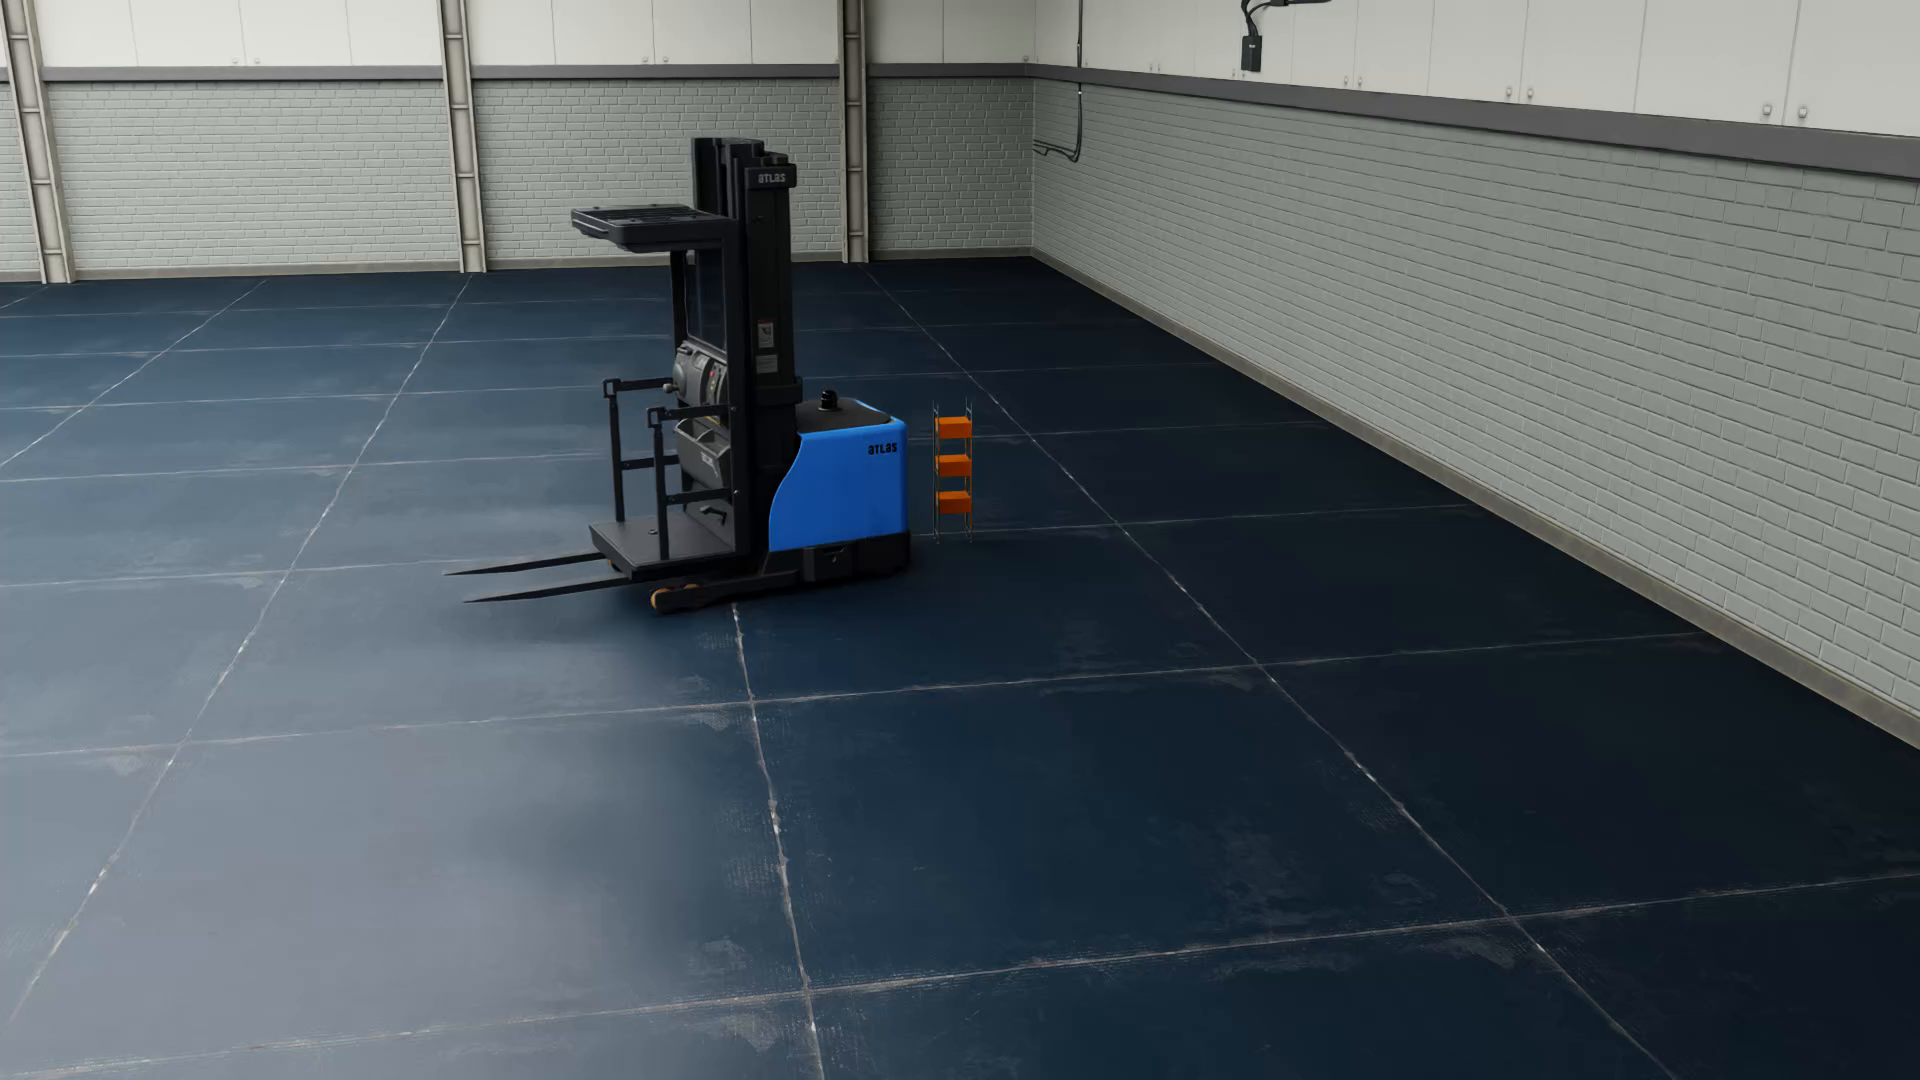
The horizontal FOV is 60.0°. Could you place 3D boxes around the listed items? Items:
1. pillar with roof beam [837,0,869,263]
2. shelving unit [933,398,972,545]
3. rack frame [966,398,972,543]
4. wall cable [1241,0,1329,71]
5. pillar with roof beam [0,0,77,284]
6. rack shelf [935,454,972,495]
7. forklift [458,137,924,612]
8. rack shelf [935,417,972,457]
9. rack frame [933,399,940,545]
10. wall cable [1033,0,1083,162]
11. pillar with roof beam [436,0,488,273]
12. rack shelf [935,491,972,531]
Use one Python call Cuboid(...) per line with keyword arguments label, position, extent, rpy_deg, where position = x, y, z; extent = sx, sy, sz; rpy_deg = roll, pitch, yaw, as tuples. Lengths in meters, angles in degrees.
Cuboid(label="pillar with roof beam", position=(-0.886, -7.599, 21.725), extent=(0.400, 9.000, 9.100), rpy_deg=(-3, 17, -10))
Cuboid(label="shelving unit", position=(-0.053, -0.499, 12.148), extent=(0.252, 1.050, 0.215), rpy_deg=(-3, 17, -10))
Cuboid(label="rack frame", position=(0.067, -0.506, 12.170), extent=(0.008, 1.050, 0.200), rpy_deg=(-3, 17, -10))
Cuboid(label="wall cable", position=(3.226, -7.511, 15.646), extent=(0.169, 6.003, 2.305), rpy_deg=(-3, 17, -10))
Cuboid(label="pillar with roof beam", position=(-12.668, -6.930, 19.549), extent=(0.400, 9.000, 9.100), rpy_deg=(-3, 17, -10))
Cuboid(label="rack shelf", position=(-0.053, -0.489, 12.151), extent=(0.240, 0.259, 0.215), rpy_deg=(-3, 17, -10))
Cuboid(label="forklift", position=(-1.803, -1.111, 10.938), extent=(3.031, 2.935, 1.130), rpy_deg=(-9, 19, -26))
Cuboid(label="rack shelf", position=(-0.053, -0.760, 12.068), extent=(0.240, 0.259, 0.215), rpy_deg=(-3, 17, -10))
Cuboid(label="rack frame", position=(-0.172, -0.492, 12.126), extent=(0.008, 1.050, 0.200), rpy_deg=(-3, 17, -10))
Cuboid(label="wall cable", position=(1.440, -7.138, 25.515), extent=(0.112, 2.526, 3.097), rpy_deg=(-3, 17, -10))
Cuboid(label="pillar with roof beam", position=(-6.777, -7.265, 20.637), extent=(0.400, 9.000, 9.100), rpy_deg=(-3, 17, -10))
Cuboid(label="rack shelf", position=(-0.053, -0.223, 12.233), extent=(0.240, 0.259, 0.215), rpy_deg=(-3, 17, -10))
